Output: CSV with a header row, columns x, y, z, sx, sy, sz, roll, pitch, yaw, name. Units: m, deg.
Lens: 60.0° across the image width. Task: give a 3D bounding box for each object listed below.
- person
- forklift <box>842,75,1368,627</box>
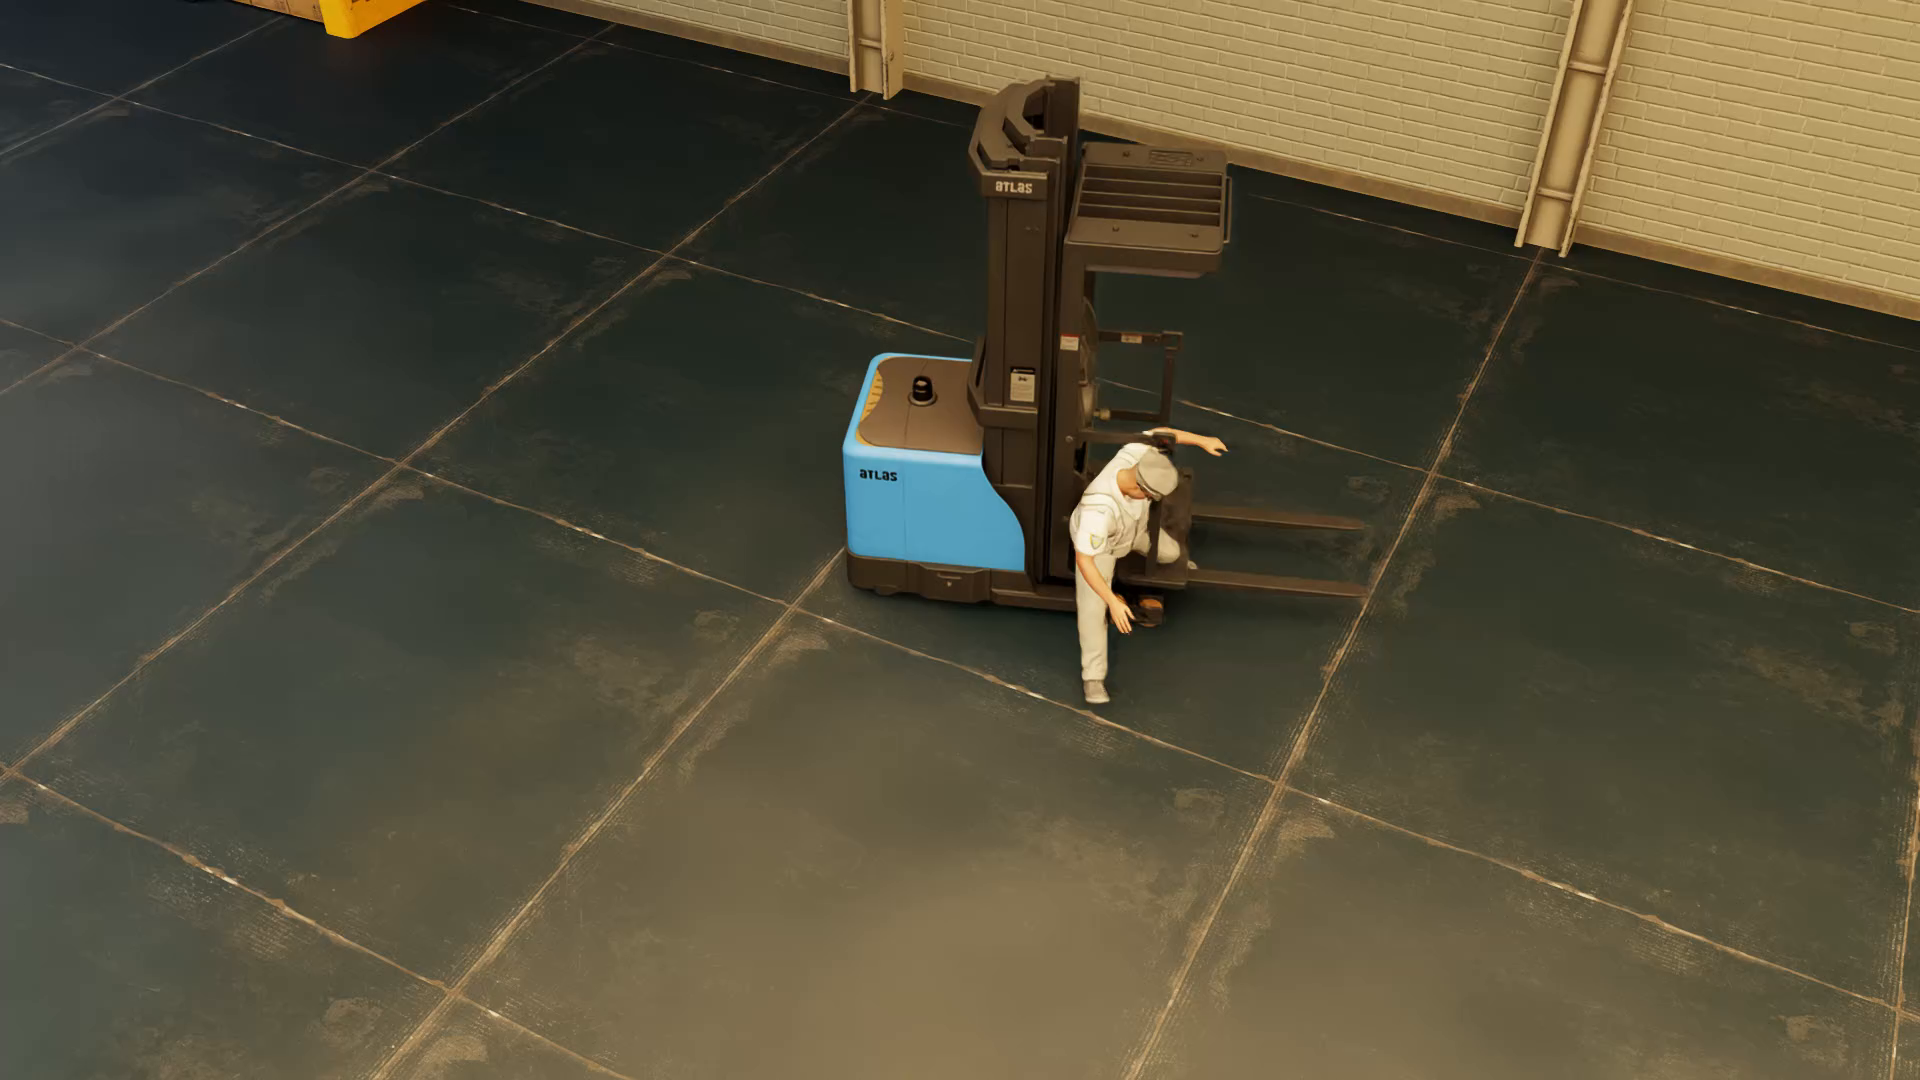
x,y,z,sx,sy,sz,roll,pitch,yaw,name
1.005,0.008,9.139,1.310,1.461,0.794,-29,48,-30,person
0.891,-0.986,9.158,3.031,2.935,1.130,5,40,6,forklift
